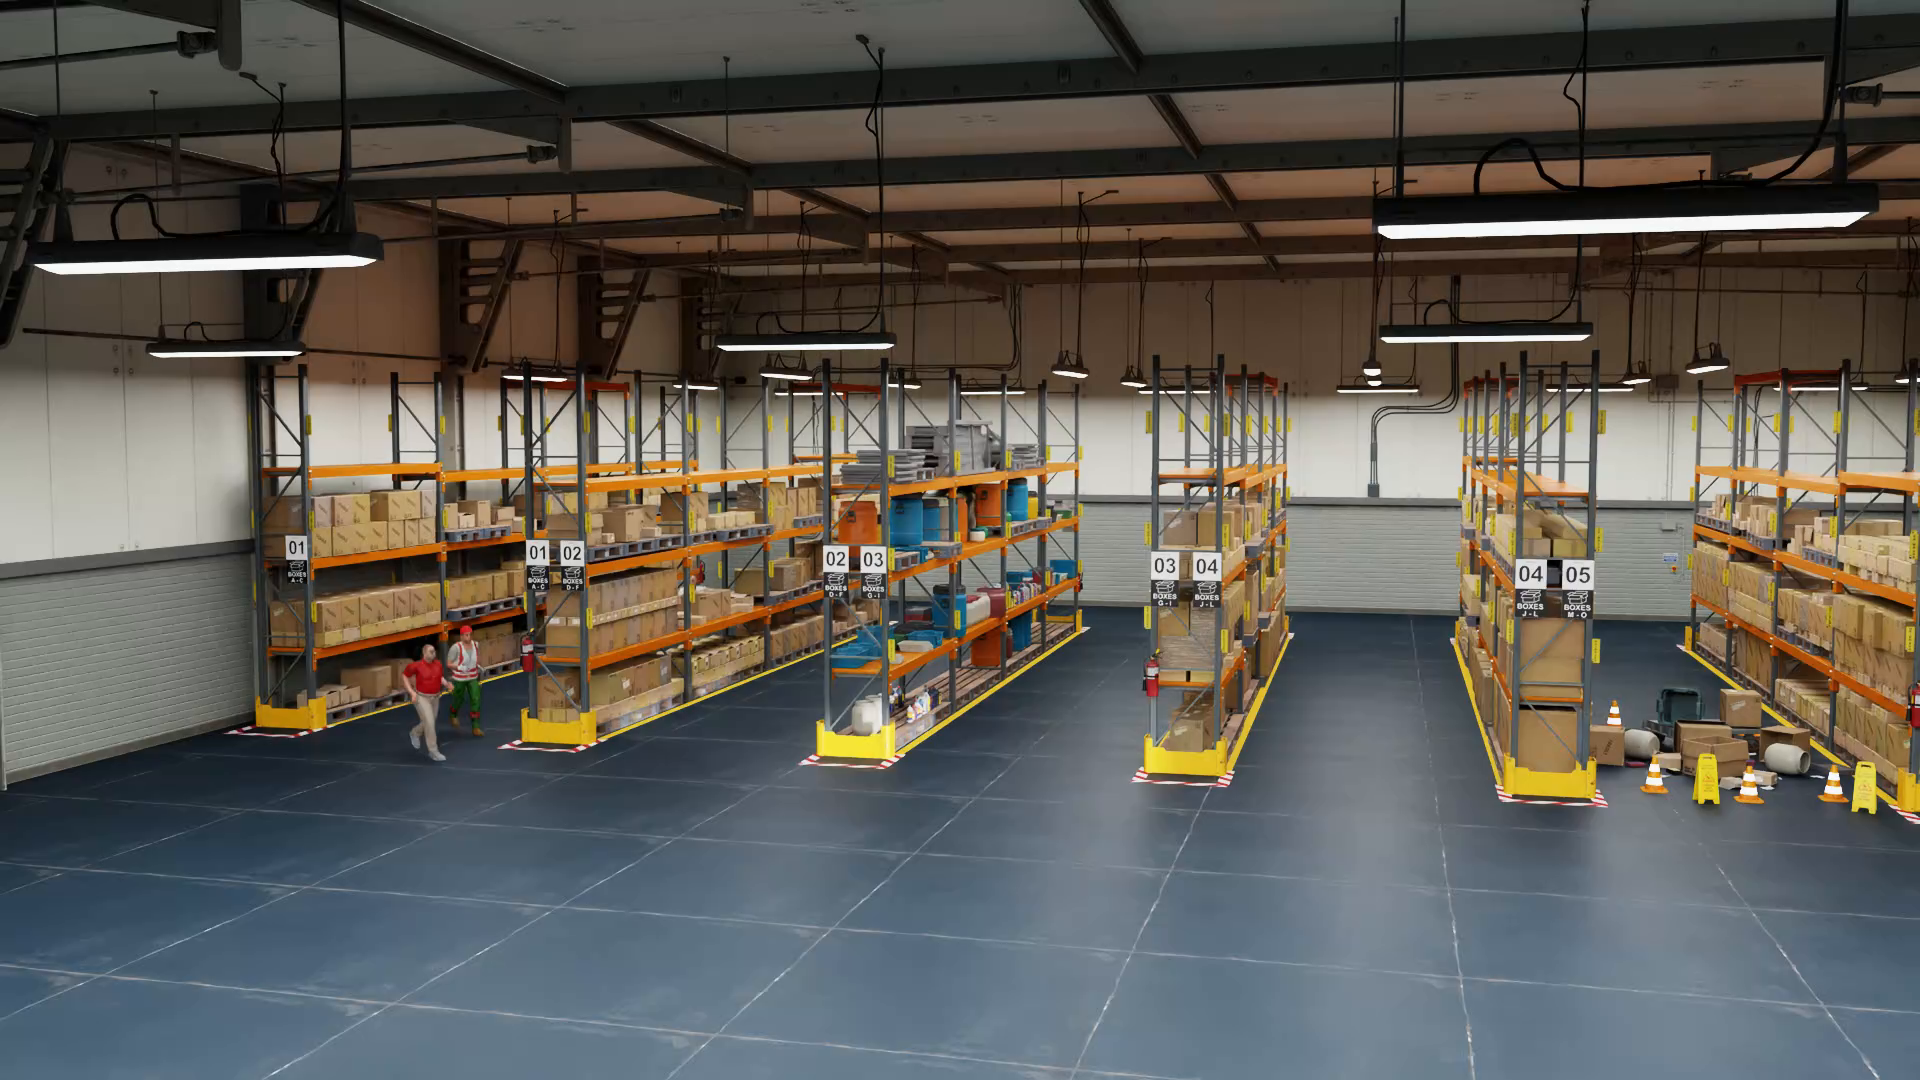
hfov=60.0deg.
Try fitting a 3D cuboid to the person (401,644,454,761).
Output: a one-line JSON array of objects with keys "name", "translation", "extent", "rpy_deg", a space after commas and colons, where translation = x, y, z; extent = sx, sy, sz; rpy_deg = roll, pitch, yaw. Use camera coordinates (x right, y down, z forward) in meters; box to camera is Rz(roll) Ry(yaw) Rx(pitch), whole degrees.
[{"name": "person", "translation": [-8.088, 2.426, 25.092], "extent": [0.952, 1.729, 0.646], "rpy_deg": [3, 5, 34]}]

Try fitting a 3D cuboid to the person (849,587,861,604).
[{"name": "person", "translation": [-2.608, 1.071, 44.184], "extent": [0.850, 1.833, 0.635], "rpy_deg": [3, 5, 37]}]

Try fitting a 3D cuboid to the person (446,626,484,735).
[{"name": "person", "translation": [-8.019, 2.243, 26.898], "extent": [0.641, 1.757, 1.048], "rpy_deg": [-3, 5, -36]}]

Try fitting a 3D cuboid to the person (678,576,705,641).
[{"name": "person", "translation": [-5.792, 1.636, 36.016], "extent": [0.676, 1.742, 0.875], "rpy_deg": [0, 4, -3]}]
